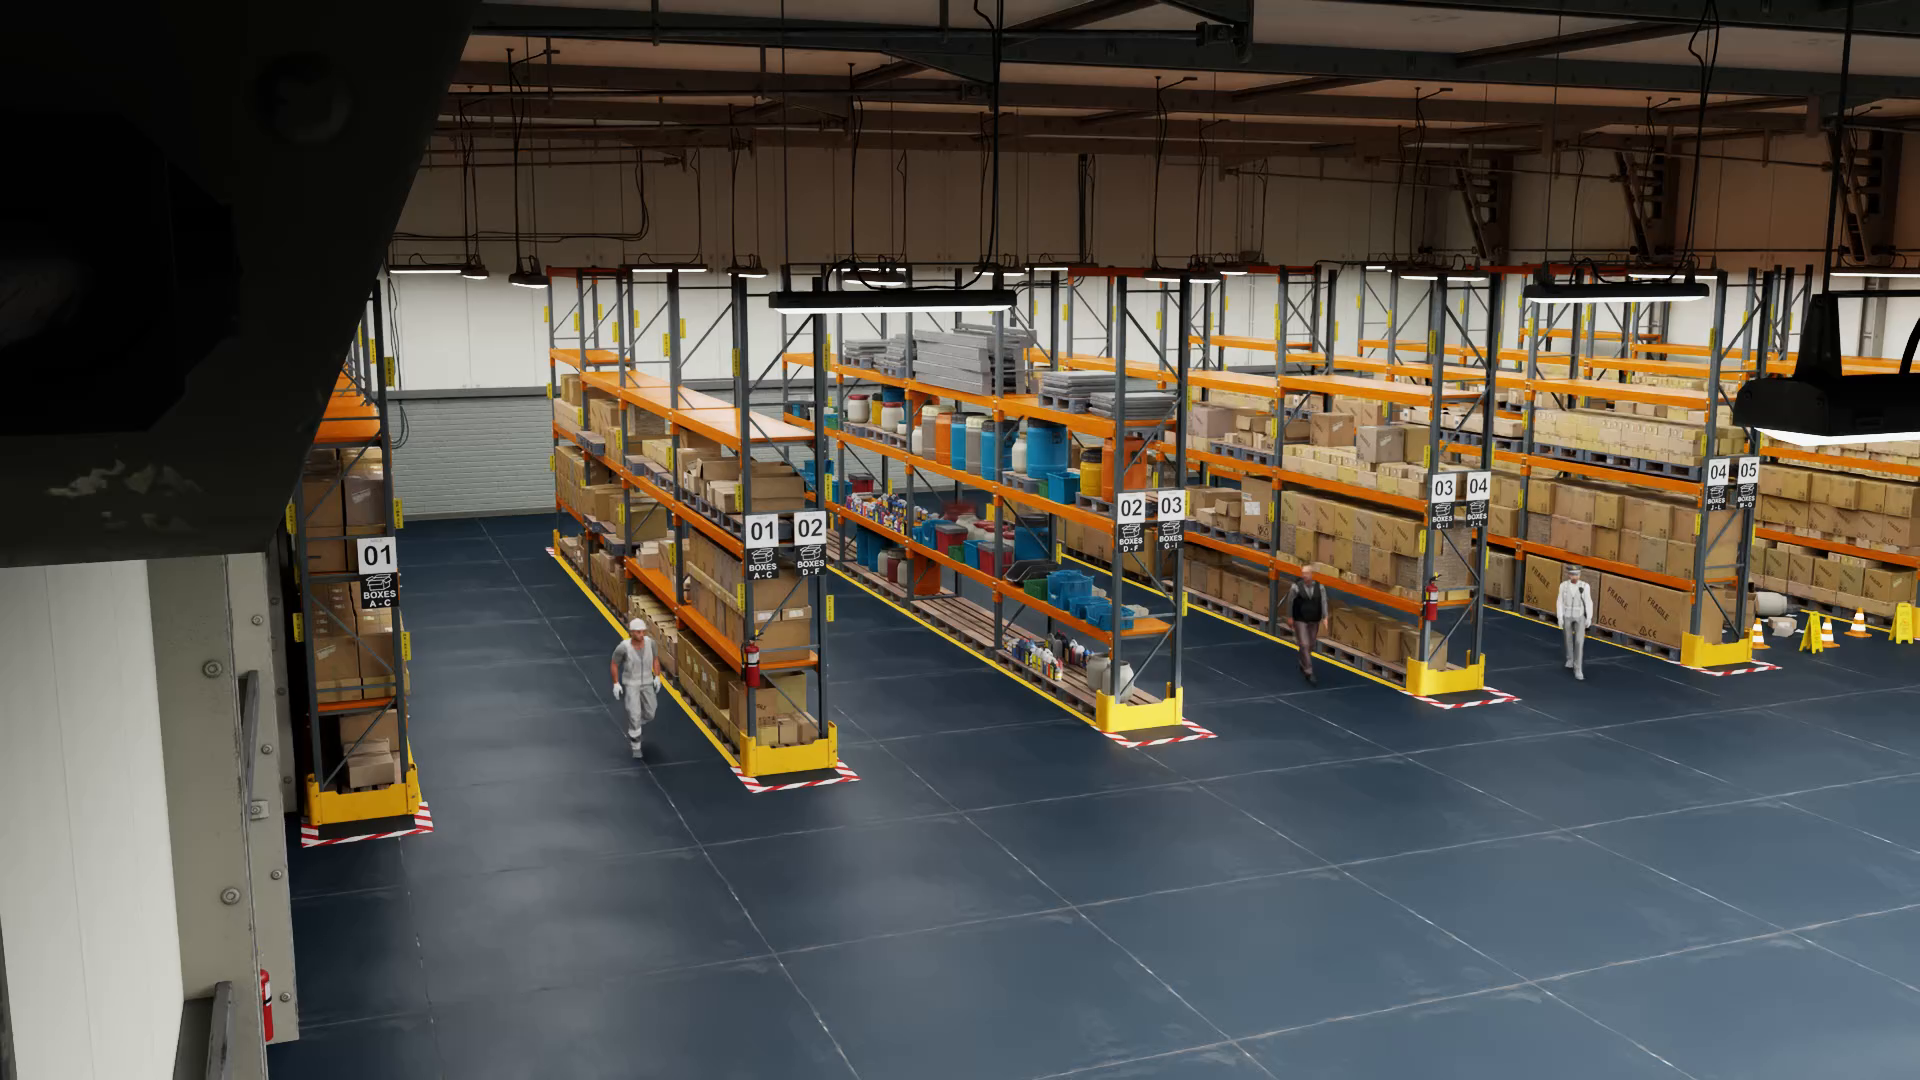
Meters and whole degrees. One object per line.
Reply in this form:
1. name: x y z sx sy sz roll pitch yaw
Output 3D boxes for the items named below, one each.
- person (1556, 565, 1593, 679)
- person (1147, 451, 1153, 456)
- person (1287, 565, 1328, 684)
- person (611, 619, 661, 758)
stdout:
1. person: 9.246 1.185 25.063 0.512 1.652 0.832 6 11 30
2. person: 4.473 -1.320 39.508 0.562 1.601 1.053 -4 11 -22
3. person: 5.179 1.222 24.657 0.565 1.680 0.908 -1 10 -7
4. person: -4.132 1.832 21.108 0.628 1.767 0.689 -7 12 -33
